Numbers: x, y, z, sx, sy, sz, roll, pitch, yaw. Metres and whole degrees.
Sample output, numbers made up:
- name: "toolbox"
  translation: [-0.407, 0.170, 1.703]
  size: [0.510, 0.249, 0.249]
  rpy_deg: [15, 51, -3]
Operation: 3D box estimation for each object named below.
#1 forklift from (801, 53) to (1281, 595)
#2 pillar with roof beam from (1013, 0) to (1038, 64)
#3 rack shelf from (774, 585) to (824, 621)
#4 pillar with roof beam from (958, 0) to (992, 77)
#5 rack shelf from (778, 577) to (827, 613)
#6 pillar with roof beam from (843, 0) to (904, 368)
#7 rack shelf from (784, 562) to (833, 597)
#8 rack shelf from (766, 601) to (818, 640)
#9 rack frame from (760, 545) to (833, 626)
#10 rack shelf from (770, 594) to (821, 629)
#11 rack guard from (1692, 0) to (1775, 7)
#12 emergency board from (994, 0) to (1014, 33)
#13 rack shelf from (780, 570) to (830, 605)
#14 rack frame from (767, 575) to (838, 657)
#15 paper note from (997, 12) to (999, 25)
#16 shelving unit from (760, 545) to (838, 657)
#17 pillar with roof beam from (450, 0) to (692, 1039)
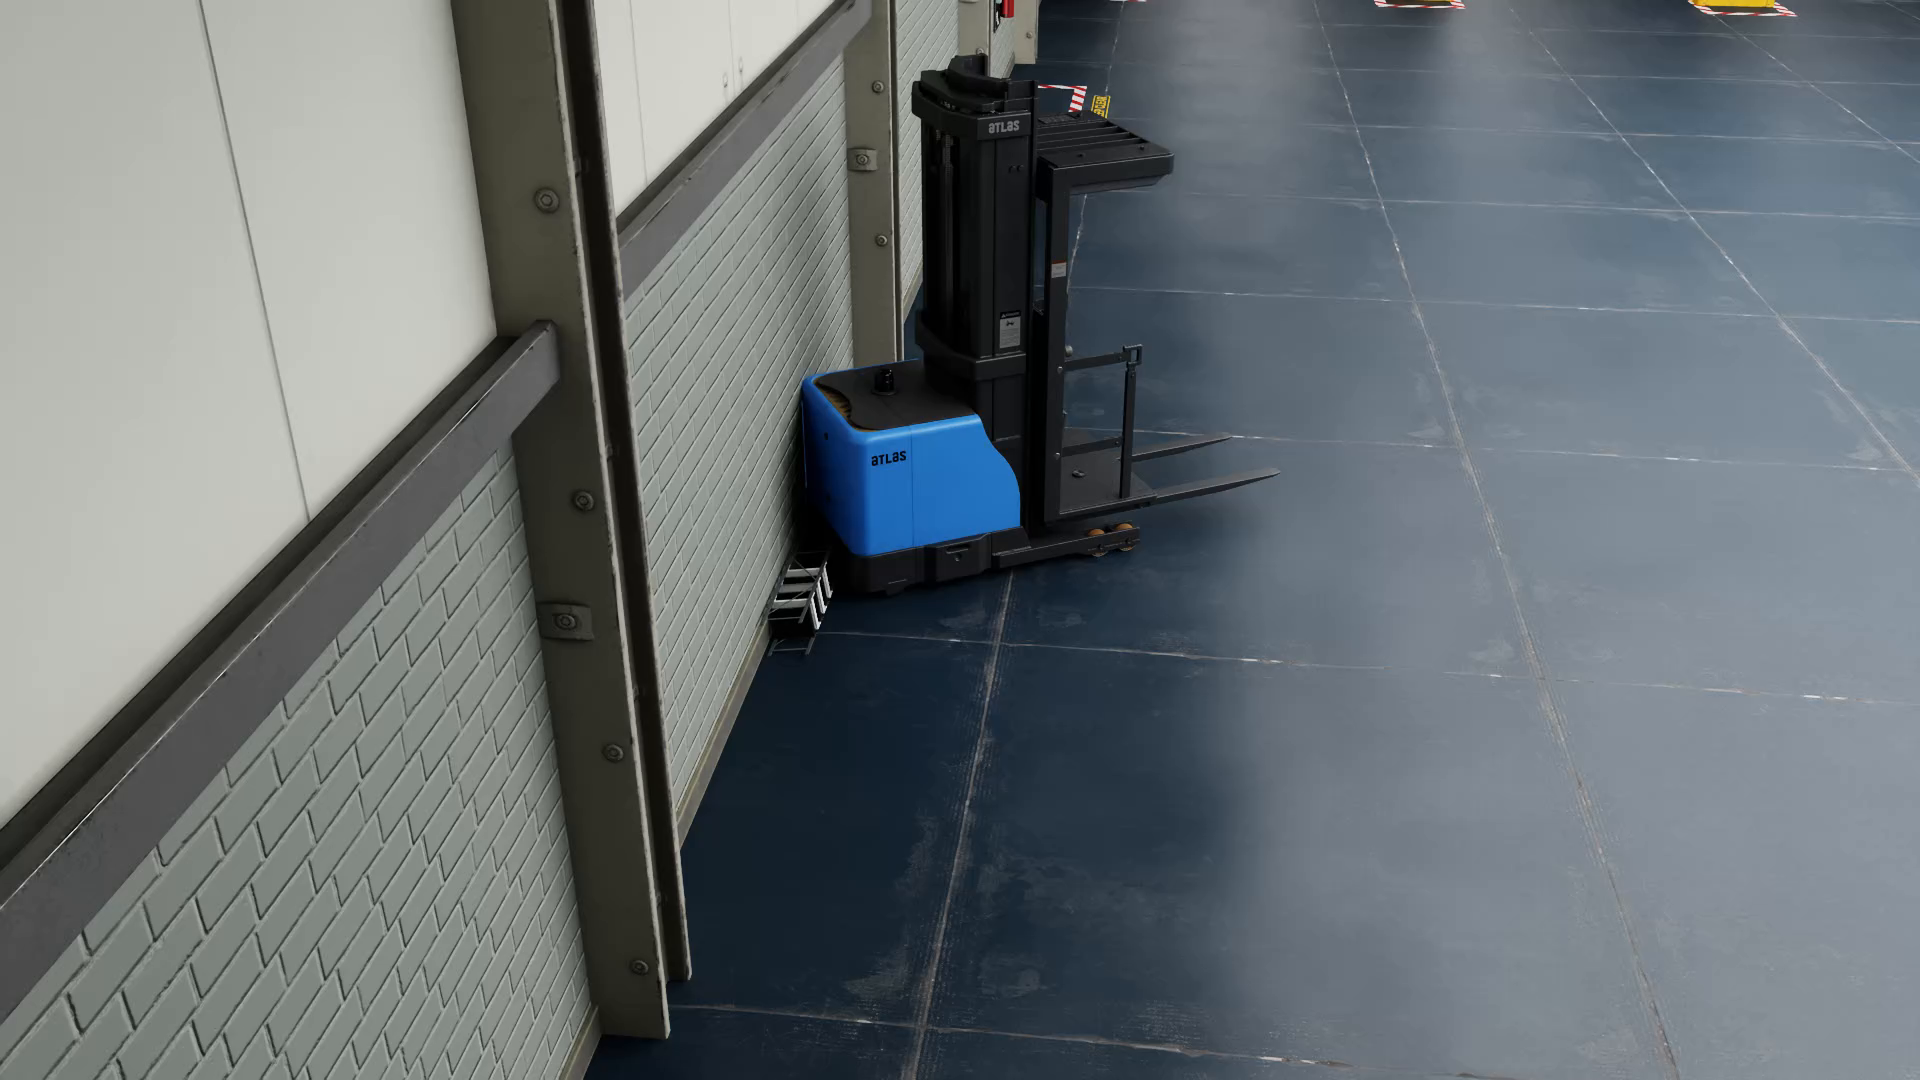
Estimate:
- name: "forklift"
  translation: [0.581, -1.406, 10.062]
  size: [3.031, 2.935, 1.130]
  rpy_deg: [-11, 30, -20]
- name: "pillar with roof beam"
  translation: [5.155, -10.254, 20.087]
  size: [9.100, 9.000, 0.400]
  rpy_deg: [3, 28, 6]
- name: "rack shelf"
  translation: [-0.930, 0.371, 9.592]
  size: [0.258, 0.200, 0.077]
  rpy_deg: [-4, 27, 10]
- name: "pillar with roof beam"
  translation: [4.420, -7.429, 14.845]
  size: [9.100, 9.000, 0.400]
  rpy_deg: [3, 28, 6]
- name: "rack shelf"
  translation: [-0.919, 0.329, 9.670]
  size: [0.258, 0.200, 0.077]
  rpy_deg: [-4, 27, 10]
- name: "pillar with roof beam"
  translation: [3.685, -4.605, 9.602]
  size: [9.100, 9.000, 0.400]
  rpy_deg: [3, 28, 6]
- name: "rack shelf"
  translation: [-0.897, 0.244, 9.828]
  size: [0.258, 0.200, 0.077]
  rpy_deg: [-4, 27, 10]
- name: "rack shelf"
  translation: [-0.952, 0.456, 9.434]
  size: [0.258, 0.200, 0.077]
  rpy_deg: [-4, 27, 10]
- name: "rack frame"
  translation: [-0.937, 0.255, 9.595]
  size: [0.240, 0.006, 0.900]
  rpy_deg: [-4, 27, 10]
- name: "rack shelf"
  translation: [-0.941, 0.413, 9.513]
  size: [0.258, 0.200, 0.077]
  rpy_deg: [-4, 27, 10]
- name: "rack guard"
  translation: [12.186, -8.670, 26.107]
  size: [1.175, 0.500, 0.348]
  rpy_deg: [3, 28, 6]
- name: "emergency board"
  translation: [0.542, -6.702, 19.819]
  size: [0.194, 1.169, 0.643]
  rpy_deg: [3, 28, 6]
- name: "rack shelf"
  translation: [-0.908, 0.286, 9.749]
  size: [0.258, 0.200, 0.077]
  rpy_deg: [-4, 27, 10]
- name: "rack frame"
  translation: [-0.909, 0.434, 9.687]
  size: [0.240, 0.006, 0.900]
  rpy_deg: [-4, 27, 10]
- name: "paper note"
  translation: [0.452, -6.235, 19.881]
  size: [0.016, 0.148, 0.142]
  rpy_deg: [3, 28, 6]
- name: "shelving unit"
  translation: [-0.923, 0.344, 9.641]
  size: [0.258, 0.210, 0.900]
  rpy_deg: [-4, 27, 10]
- name: "pillar with roof beam"
  translation: [2.950, -1.781, 4.360]
  size: [9.100, 9.000, 0.400]
  rpy_deg: [3, 28, 6]
